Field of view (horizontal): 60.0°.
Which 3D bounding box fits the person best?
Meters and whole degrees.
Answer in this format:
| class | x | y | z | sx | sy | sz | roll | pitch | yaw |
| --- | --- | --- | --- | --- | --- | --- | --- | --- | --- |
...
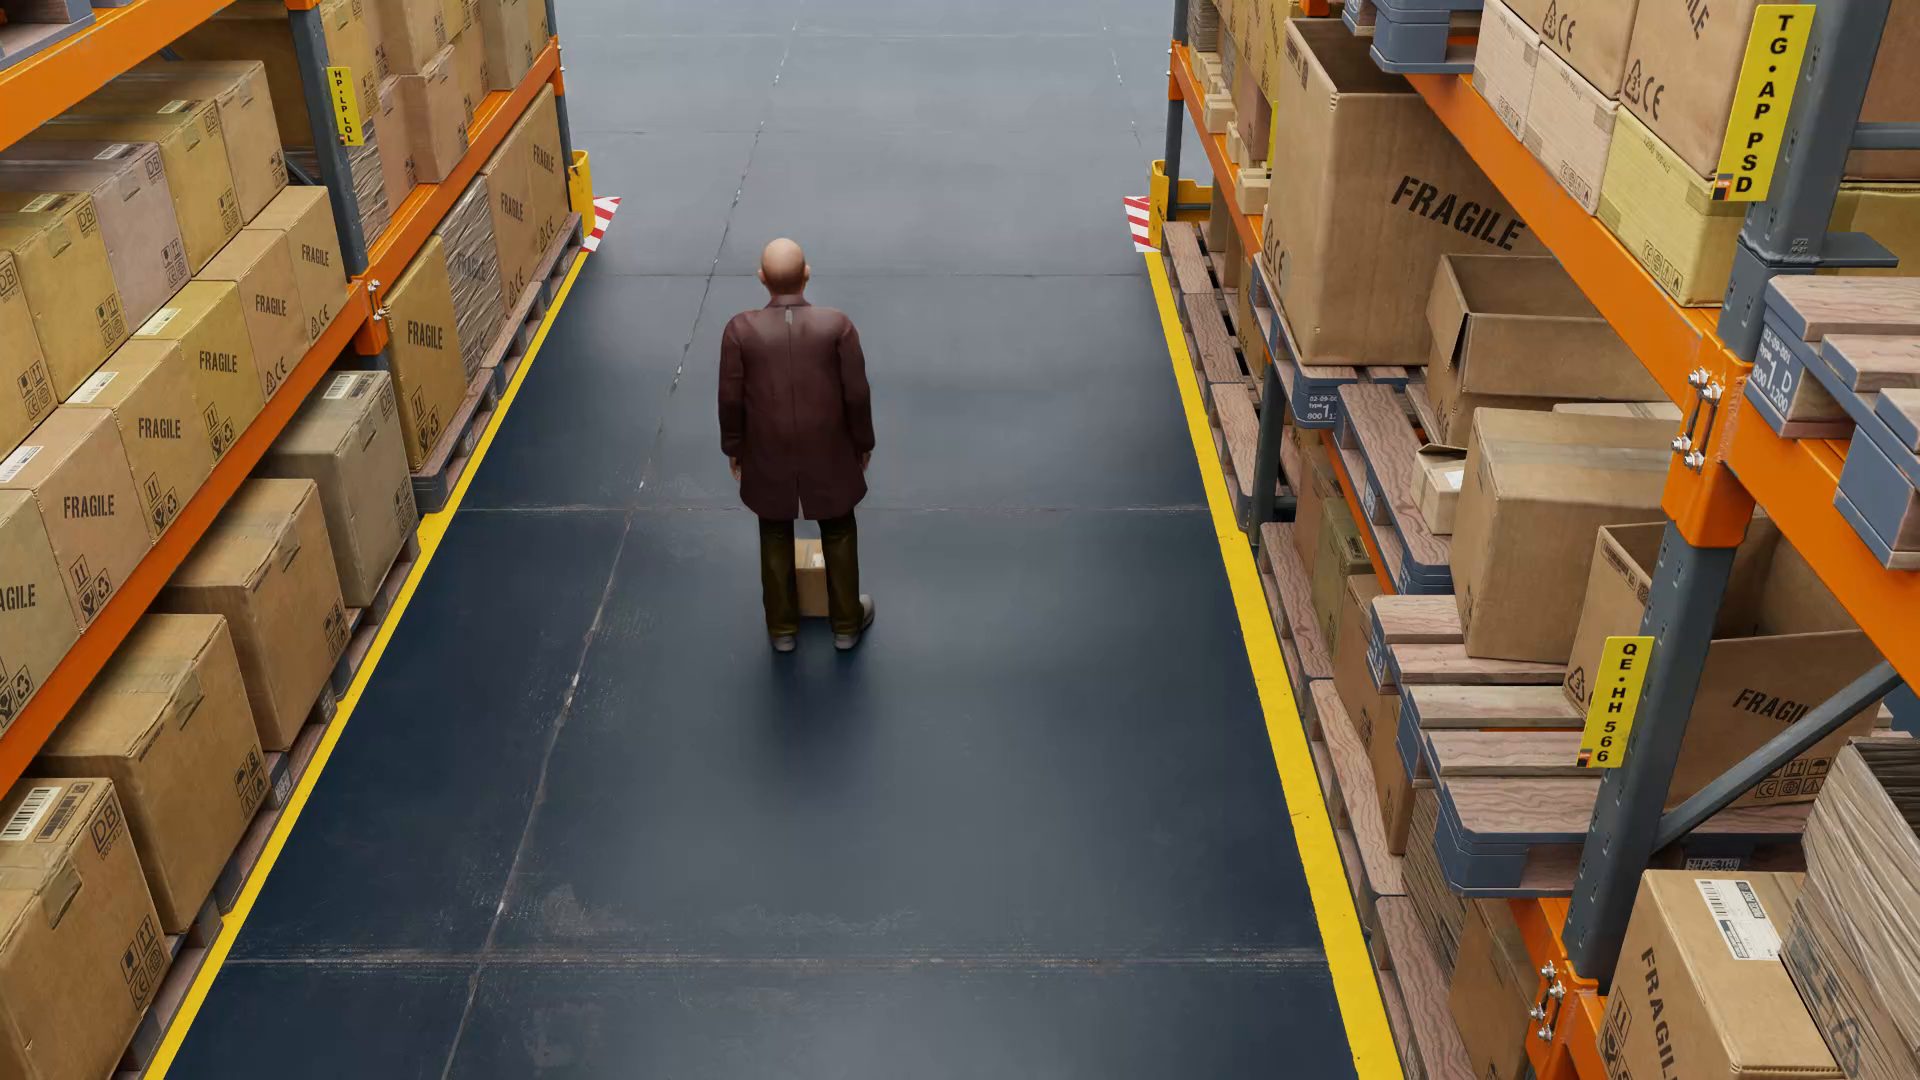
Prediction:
| class | x | y | z | sx | sy | sz | roll | pitch | yaw |
| --- | --- | --- | --- | --- | --- | --- | --- | --- | --- |
| person | -0.654 | -0.359 | 6.743 | 0.625 | 1.773 | 0.427 | -1 | 31 | -2 |
